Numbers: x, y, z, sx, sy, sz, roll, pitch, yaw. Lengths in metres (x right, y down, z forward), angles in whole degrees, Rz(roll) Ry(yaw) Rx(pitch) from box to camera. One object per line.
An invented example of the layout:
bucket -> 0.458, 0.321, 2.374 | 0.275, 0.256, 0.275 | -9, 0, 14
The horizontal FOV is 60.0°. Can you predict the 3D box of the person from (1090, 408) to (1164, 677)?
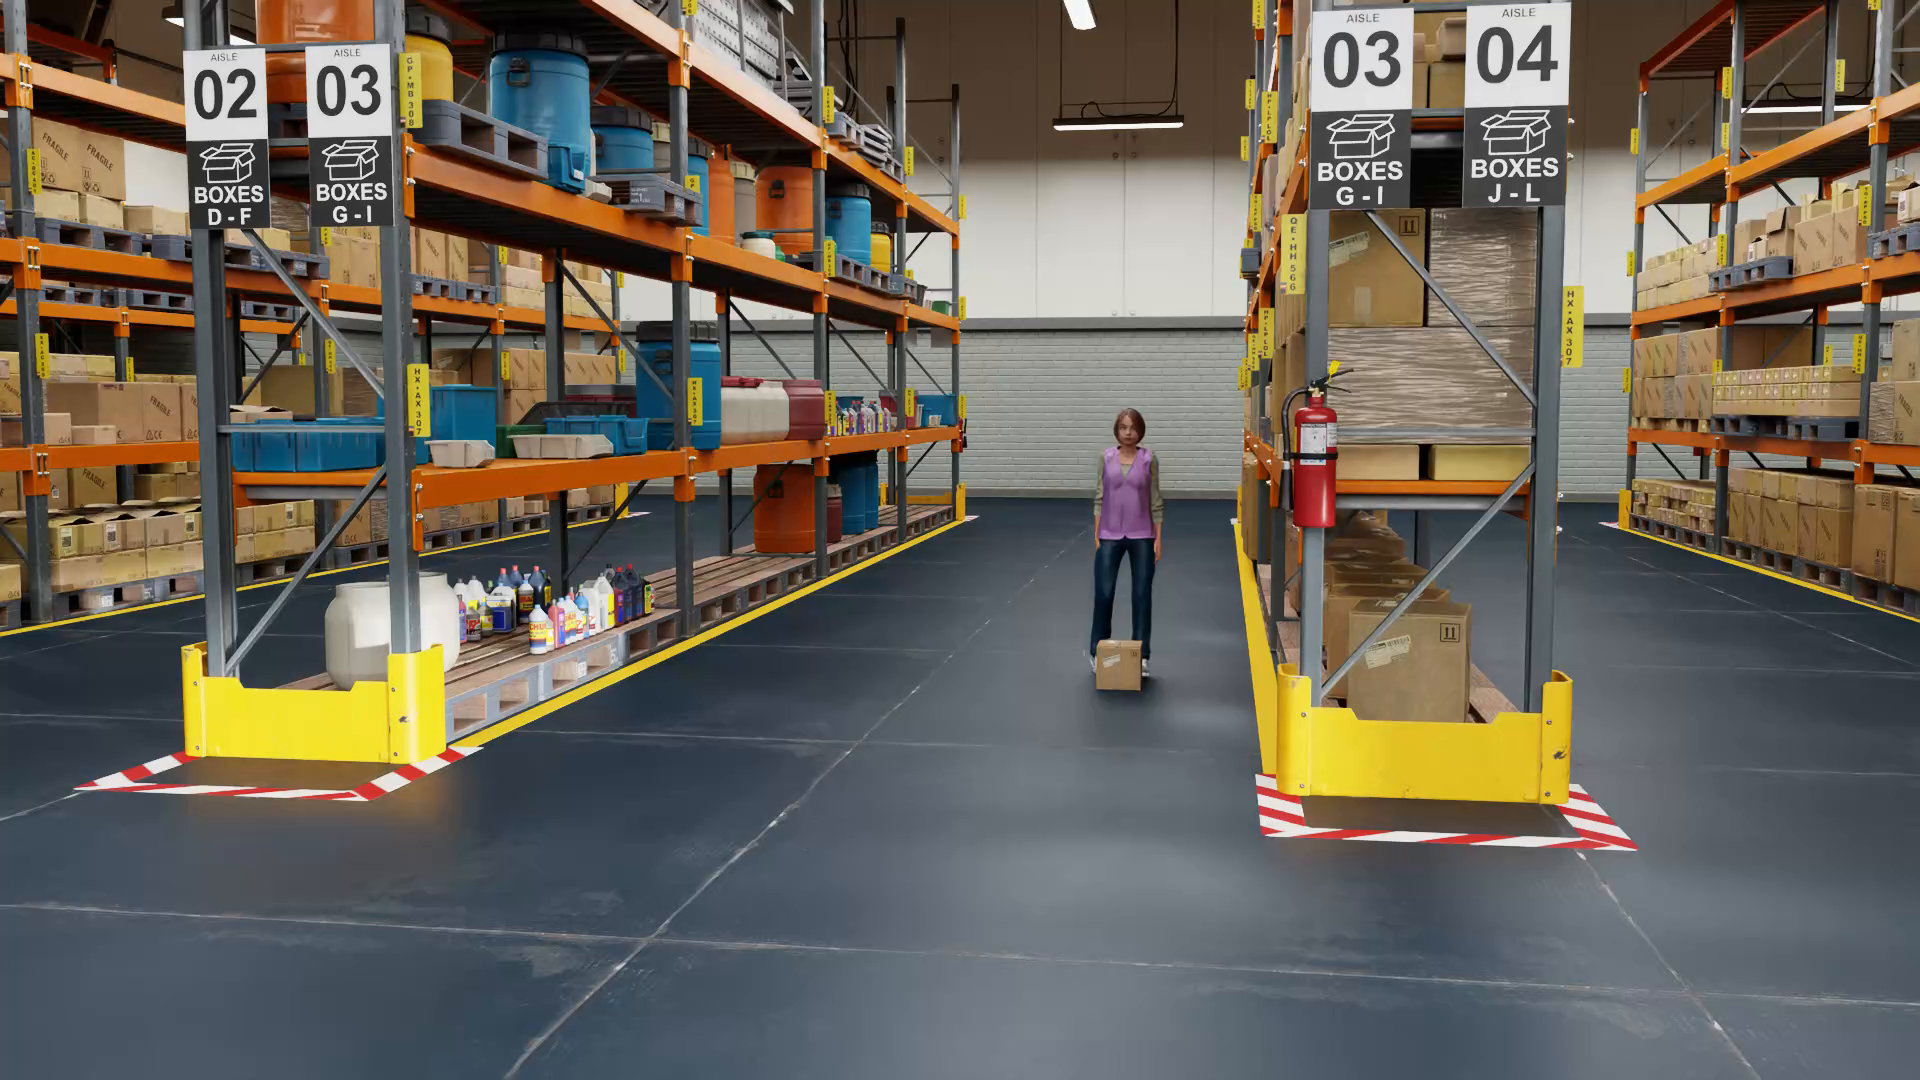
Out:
person -> 0.997, 0.028, 9.974 | 0.442, 1.637, 0.415 | 1, 5, 9
